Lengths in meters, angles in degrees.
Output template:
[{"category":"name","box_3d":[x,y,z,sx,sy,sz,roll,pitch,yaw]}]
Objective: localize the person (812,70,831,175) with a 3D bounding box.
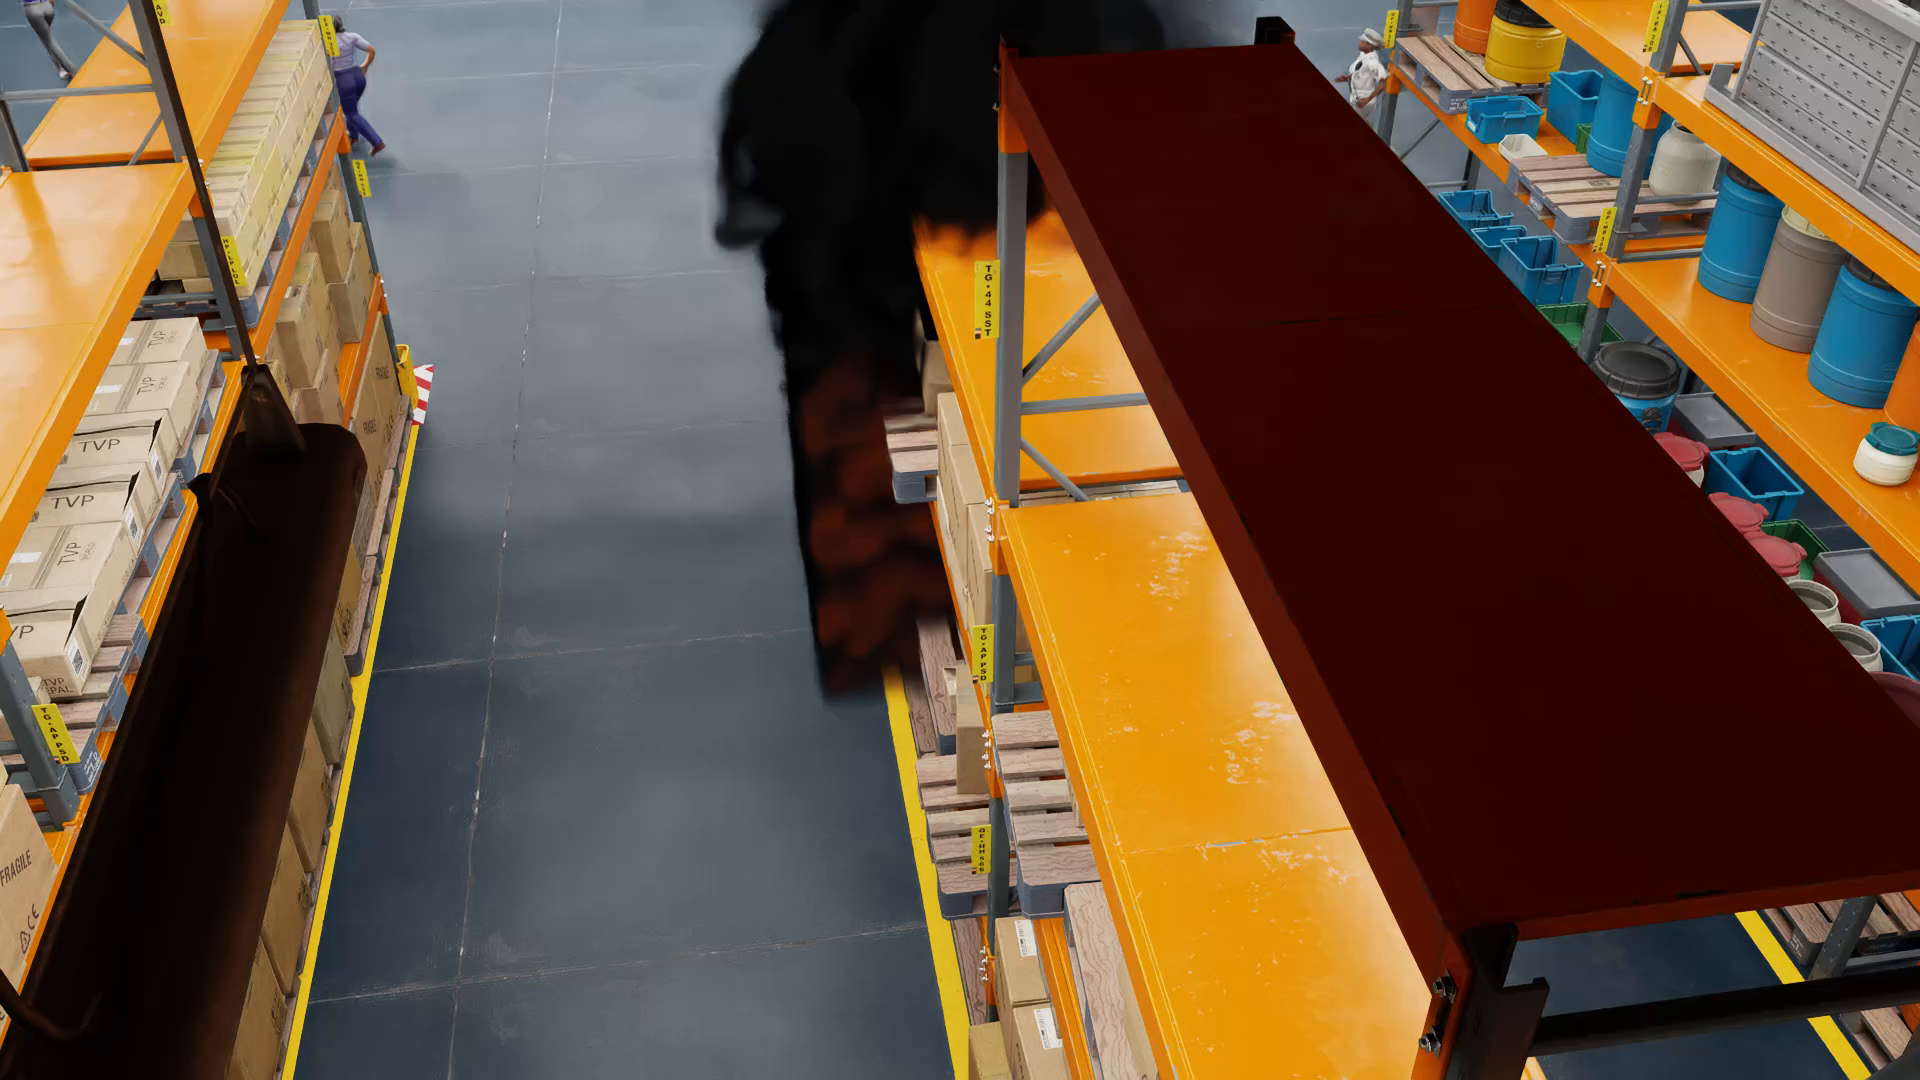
[{"category":"person","box_3d":[-1.302,-4.811,18.572,0.830,1.715,0.552,10,38,14]}]

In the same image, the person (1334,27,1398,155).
[{"category":"person","box_3d":[4.543,-4.915,18.702,0.933,1.700,0.587,9,37,11]}]

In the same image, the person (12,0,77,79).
[{"category":"person","box_3d":[-11.727,-6.668,21.174,0.713,1.708,0.526,18,40,23]}]

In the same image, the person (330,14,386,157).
[{"category":"person","box_3d":[-7.051,-5.240,19.175,0.877,1.671,0.594,17,39,21]}]
